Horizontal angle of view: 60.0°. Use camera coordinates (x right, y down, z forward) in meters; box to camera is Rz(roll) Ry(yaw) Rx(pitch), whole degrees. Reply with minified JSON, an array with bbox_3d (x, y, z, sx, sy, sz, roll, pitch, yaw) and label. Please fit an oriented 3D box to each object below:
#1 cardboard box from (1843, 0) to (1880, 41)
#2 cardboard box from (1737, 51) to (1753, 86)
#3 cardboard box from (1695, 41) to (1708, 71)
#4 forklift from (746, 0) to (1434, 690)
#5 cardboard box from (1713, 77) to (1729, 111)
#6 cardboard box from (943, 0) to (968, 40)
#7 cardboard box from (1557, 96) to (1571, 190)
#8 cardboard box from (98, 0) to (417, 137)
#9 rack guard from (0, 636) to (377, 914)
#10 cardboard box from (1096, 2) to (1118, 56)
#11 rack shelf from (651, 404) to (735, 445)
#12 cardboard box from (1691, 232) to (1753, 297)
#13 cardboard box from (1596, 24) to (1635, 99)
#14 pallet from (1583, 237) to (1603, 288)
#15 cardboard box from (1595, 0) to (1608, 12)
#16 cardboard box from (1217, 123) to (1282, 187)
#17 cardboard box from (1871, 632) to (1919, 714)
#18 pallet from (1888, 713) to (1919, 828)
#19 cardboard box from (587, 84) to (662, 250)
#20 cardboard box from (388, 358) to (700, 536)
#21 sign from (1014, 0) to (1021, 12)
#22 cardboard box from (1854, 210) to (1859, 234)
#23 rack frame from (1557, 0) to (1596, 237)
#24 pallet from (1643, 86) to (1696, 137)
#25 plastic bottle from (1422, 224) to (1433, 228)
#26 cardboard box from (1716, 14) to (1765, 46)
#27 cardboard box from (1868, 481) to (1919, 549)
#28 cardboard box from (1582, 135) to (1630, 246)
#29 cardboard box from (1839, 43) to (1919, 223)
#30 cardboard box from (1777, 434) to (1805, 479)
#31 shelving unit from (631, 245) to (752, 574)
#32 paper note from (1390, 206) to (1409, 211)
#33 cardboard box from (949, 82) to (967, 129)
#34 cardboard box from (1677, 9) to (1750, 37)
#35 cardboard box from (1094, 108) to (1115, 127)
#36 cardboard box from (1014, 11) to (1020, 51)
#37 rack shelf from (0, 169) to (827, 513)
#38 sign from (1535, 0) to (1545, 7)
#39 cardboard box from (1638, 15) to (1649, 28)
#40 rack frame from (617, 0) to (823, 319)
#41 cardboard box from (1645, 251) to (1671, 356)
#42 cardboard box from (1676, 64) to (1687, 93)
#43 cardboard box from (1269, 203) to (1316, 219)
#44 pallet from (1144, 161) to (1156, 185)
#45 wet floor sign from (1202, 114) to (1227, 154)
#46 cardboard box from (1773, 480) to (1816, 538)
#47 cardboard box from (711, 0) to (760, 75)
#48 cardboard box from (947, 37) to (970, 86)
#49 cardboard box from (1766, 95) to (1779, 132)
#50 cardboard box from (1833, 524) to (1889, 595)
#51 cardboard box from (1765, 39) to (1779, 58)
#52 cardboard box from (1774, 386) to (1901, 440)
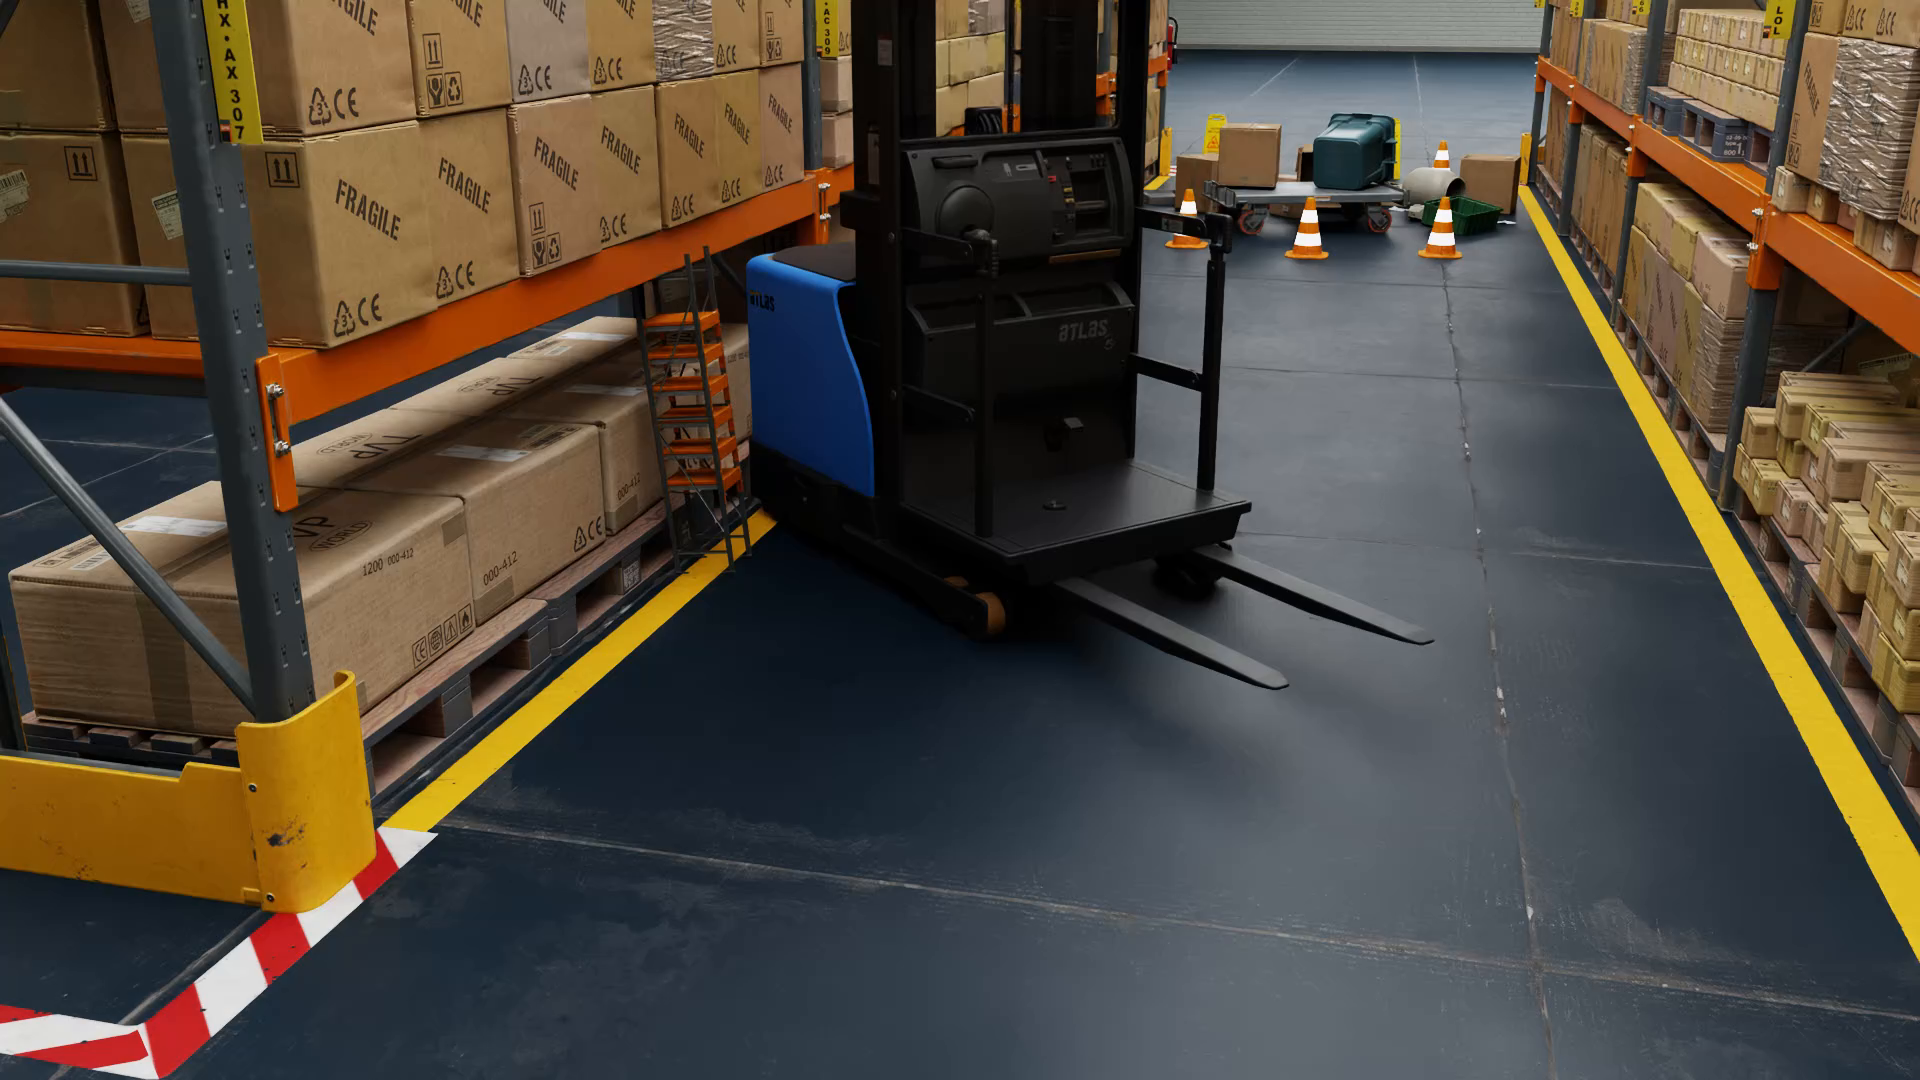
[{"bbox_3d":[3.249,-1.885,5.404,0.500,0.500,0.500,4,19,12],"label":"cardboard box"},{"bbox_3d":[3.867,-2.198,7.761,0.380,0.149,0.250,4,19,11],"label":"cardboard box"},{"bbox_3d":[4.184,-2.600,8.938,0.380,0.149,0.250,5,19,14],"label":"cardboard box"},{"bbox_3d":[0.345,-1.218,5.720,1.130,2.935,3.031,-12,22,-31],"label":"forklift"},{"bbox_3d":[3.993,-2.222,8.290,0.380,0.149,0.250,4,19,12],"label":"cardboard box"},{"bbox_3d":[-0.258,-3.144,9.549,0.500,0.500,0.500,5,19,13],"label":"cardboard box"},{"bbox_3d":[6.100,-3.685,15.472,0.875,0.875,0.875,5,19,14],"label":"cardboard box"},{"bbox_3d":[-1.701,-1.263,4.044,0.500,0.500,0.500,4,19,12],"label":"cardboard box"},{"bbox_3d":[-2.101,0.575,4.230,1.175,0.500,0.348,5,19,13],"label":"rack guard"},{"bbox_3d":[1.215,-4.680,15.134,0.500,0.500,0.500,5,19,13],"label":"cardboard box"},{"bbox_3d":[-0.992,-0.430,6.191,0.258,0.103,0.180,-1,18,14],"label":"rack shelf"},{"bbox_3d":[3.783,-1.294,7.892,0.500,0.250,0.500,6,20,16],"label":"cardboard box"},{"bbox_3d":[4.901,-3.447,11.984,0.500,0.500,0.500,5,19,14],"label":"cardboard box"},{"bbox_3d":[5.250,-2.066,12.410,1.003,0.211,1.213,5,19,13],"label":"pallet"},{"bbox_3d":[5.785,-4.712,13.939,0.875,0.550,0.550,5,19,13],"label":"cardboard box"},{"bbox_3d":[2.571,-3.421,14.757,0.500,0.500,0.500,5,19,13],"label":"cardboard box"},{"bbox_3d":[2.818,0.385,4.680,0.380,0.149,0.250,4,19,11],"label":"cardboard box"},{"bbox_3d":[2.981,0.788,4.054,1.003,0.211,1.213,5,19,13],"label":"pallet"},{"bbox_3d":[-1.355,-1.267,5.602,0.500,0.500,0.500,5,20,15],"label":"cardboard box"},{"bbox_3d":[-1.593,-0.386,6.491,0.875,0.438,0.875,4,19,12],"label":"cardboard box"},{"bbox_3d":[0.399,-3.628,10.876,0.100,0.325,0.005,5,19,13],"label":"sign"},{"bbox_3d":[3.243,-1.068,5.564,0.380,0.149,0.250,4,19,11],"label":"cardboard box"},{"bbox_3d":[5.662,-4.017,13.808,1.000,3.000,0.127,5,19,13],"label":"rack frame"},{"bbox_3d":[4.614,-2.441,9.489,1.213,0.211,1.003,5,19,13],"label":"pallet"},{"bbox_3d":[4.266,-2.832,14.885,0.133,0.061,0.283,-5,20,-15],"label":"plastic bottle"},{"bbox_3d":[4.064,-2.583,8.428,0.380,0.149,0.250,5,20,15],"label":"cardboard box"},{"bbox_3d":[3.016,-0.061,5.067,0.380,0.149,0.250,5,19,14],"label":"cardboard box"},{"bbox_3d":[5.358,-2.647,12.629,1.050,0.750,0.750,5,19,13],"label":"cardboard box"},{"bbox_3d":[3.070,-1.252,5.096,0.500,0.500,0.500,4,19,12],"label":"cardboard box"},{"bbox_3d":[3.334,-0.325,6.300,0.380,0.149,0.250,5,19,14],"label":"cardboard box"},{"bbox_3d":[-0.996,-0.472,6.177,0.258,1.200,0.189,-1,18,14],"label":"shelving unit"},{"bbox_3d":[4.219,-3.178,15.958,0.172,0.023,0.155,12,22,32],"label":"paper note"},{"bbox_3d":[-0.260,-2.555,9.758,0.500,0.250,0.500,4,19,13],"label":"cardboard box"},{"bbox_3d":[4.383,-2.994,9.630,0.380,0.149,0.250,5,19,13],"label":"cardboard box"},{"bbox_3d":[1.243,-3.792,15.594,0.500,0.500,0.500,6,20,16],"label":"cardboard box"},{"bbox_3d":[0.194,-3.632,11.416,0.500,0.500,0.500,4,19,12],"label":"cardboard box"},{"bbox_3d":[-1.606,-0.901,5.799,1.077,0.370,4.000,5,19,13],"label":"rack shelf"},{"bbox_3d":[6.102,-5.764,17.459,0.100,0.325,0.005,5,19,13],"label":"sign"},{"bbox_3d":[5.049,-3.743,11.305,0.700,0.500,0.500,4,19,13],"label":"cardboard box"},{"bbox_3d":[-1.117,-1.869,7.518,1.000,3.000,0.127,5,19,13],"label":"rack frame"},{"bbox_3d":[4.024,-1.258,8.949,0.500,0.500,0.500,4,19,12],"label":"cardboard box"},{"bbox_3d":[4.314,-2.635,9.500,0.380,0.149,0.250,6,20,16],"label":"cardboard box"},{"bbox_3d":[3.117,-3.168,15.553,0.258,0.266,0.396,-9,21,-24],"label":"cardboard box"},{"bbox_3d":[1.563,-4.035,18.174,1.003,0.211,1.213,5,19,13],"label":"pallet"},{"bbox_3d":[2.898,-4.491,18.837,0.267,0.644,0.232,12,22,32],"label":"wet floor sign"},{"bbox_3d":[3.231,-0.105,6.115,0.380,0.149,0.250,5,19,13],"label":"cardboard box"},{"bbox_3d":[-1.097,-2.061,6.380,0.500,0.500,0.500,4,19,13],"label":"cardboard box"},{"bbox_3d":[-0.239,-2.793,9.683,0.500,0.250,0.500,4,19,12],"label":"cardboard box"},{"bbox_3d":[3.675,-1.811,7.088,0.380,0.149,0.250,5,19,14],"label":"cardboard box"},{"bbox_3d":[2.942,0.072,5.136,0.380,0.149,0.250,5,19,14],"label":"cardboard box"},{"bbox_3d":[3.746,-2.177,7.240,0.380,0.149,0.250,4,19,12],"label":"cardboard box"},{"bbox_3d":[3.297,-0.467,6.256,0.380,0.149,0.250,6,20,16],"label":"cardboard box"}]
